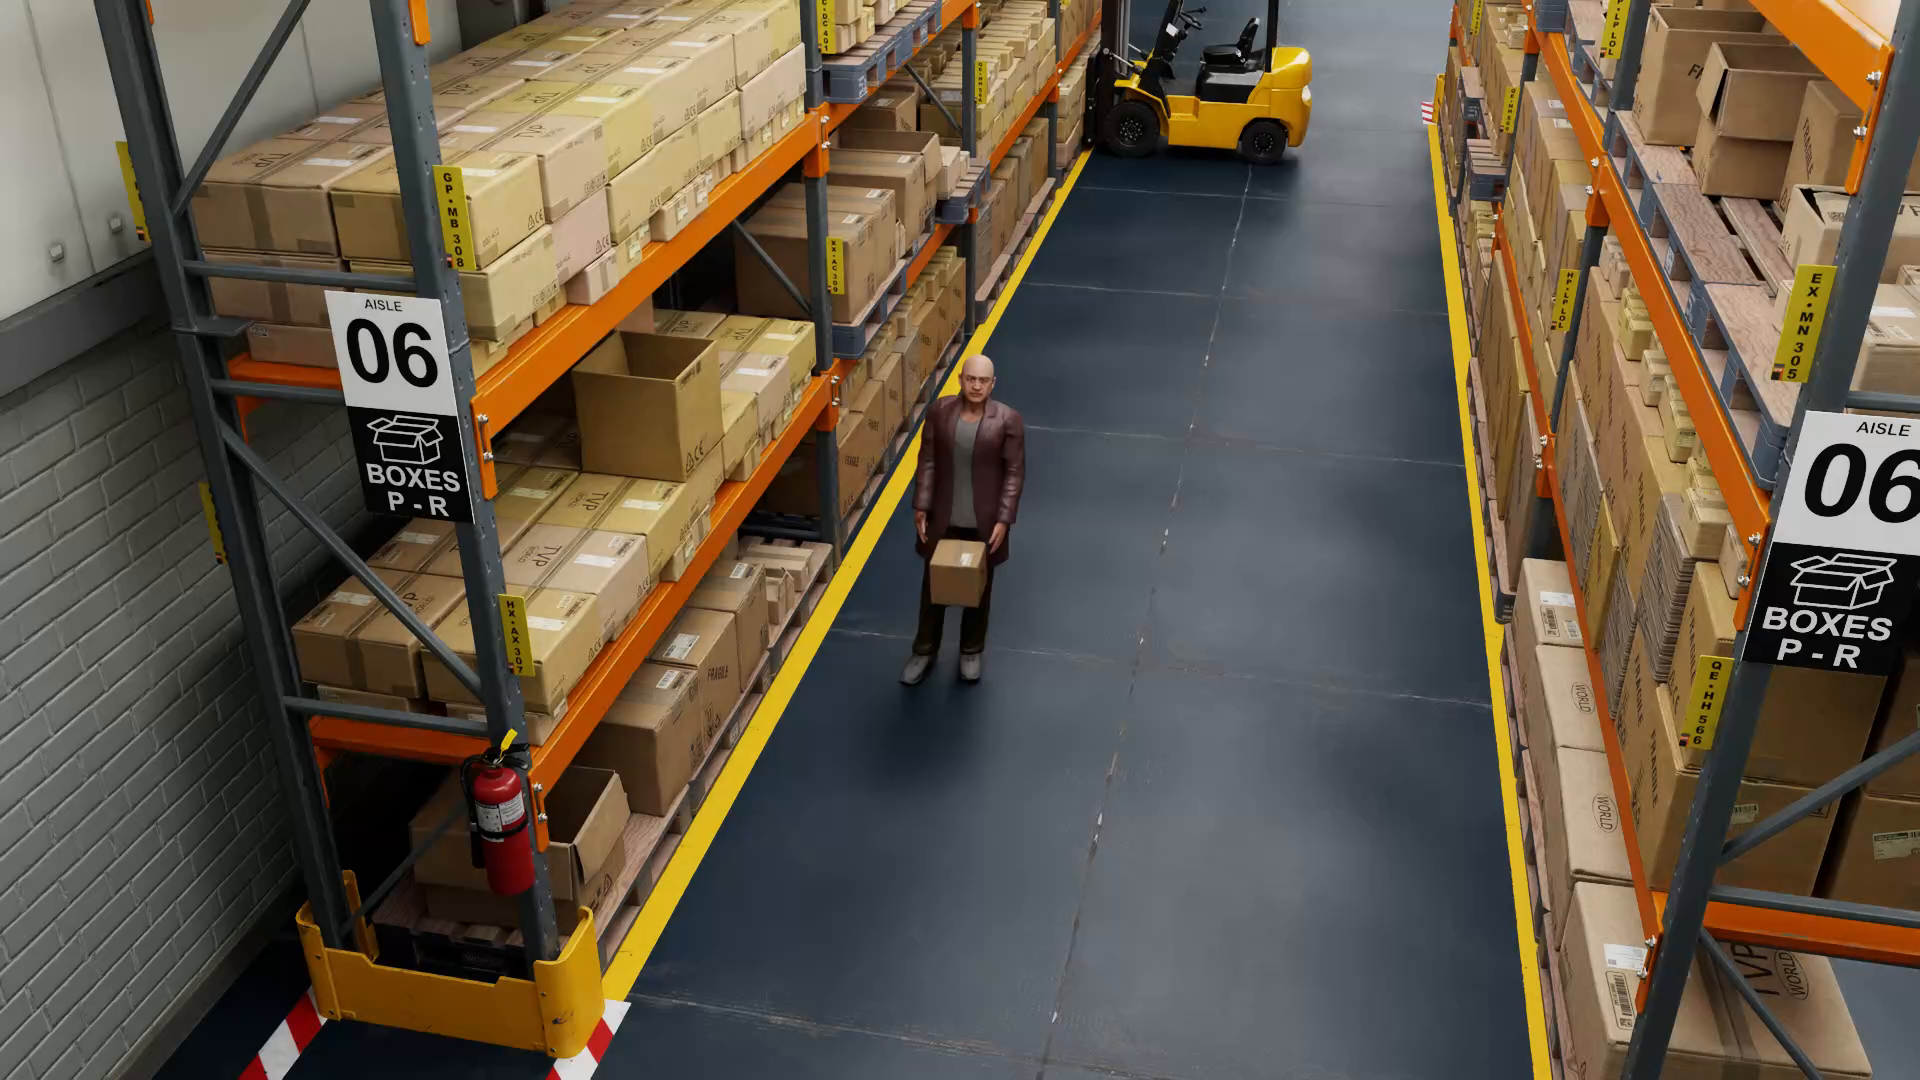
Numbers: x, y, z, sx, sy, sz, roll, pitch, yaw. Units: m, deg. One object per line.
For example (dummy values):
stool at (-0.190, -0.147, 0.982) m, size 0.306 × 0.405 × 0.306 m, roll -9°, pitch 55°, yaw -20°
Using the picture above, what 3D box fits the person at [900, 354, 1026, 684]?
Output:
person at (0.020, -0.084, 8.780) m, size 0.607 × 1.776 × 0.575 m, roll 6°, pitch 29°, yaw 11°
